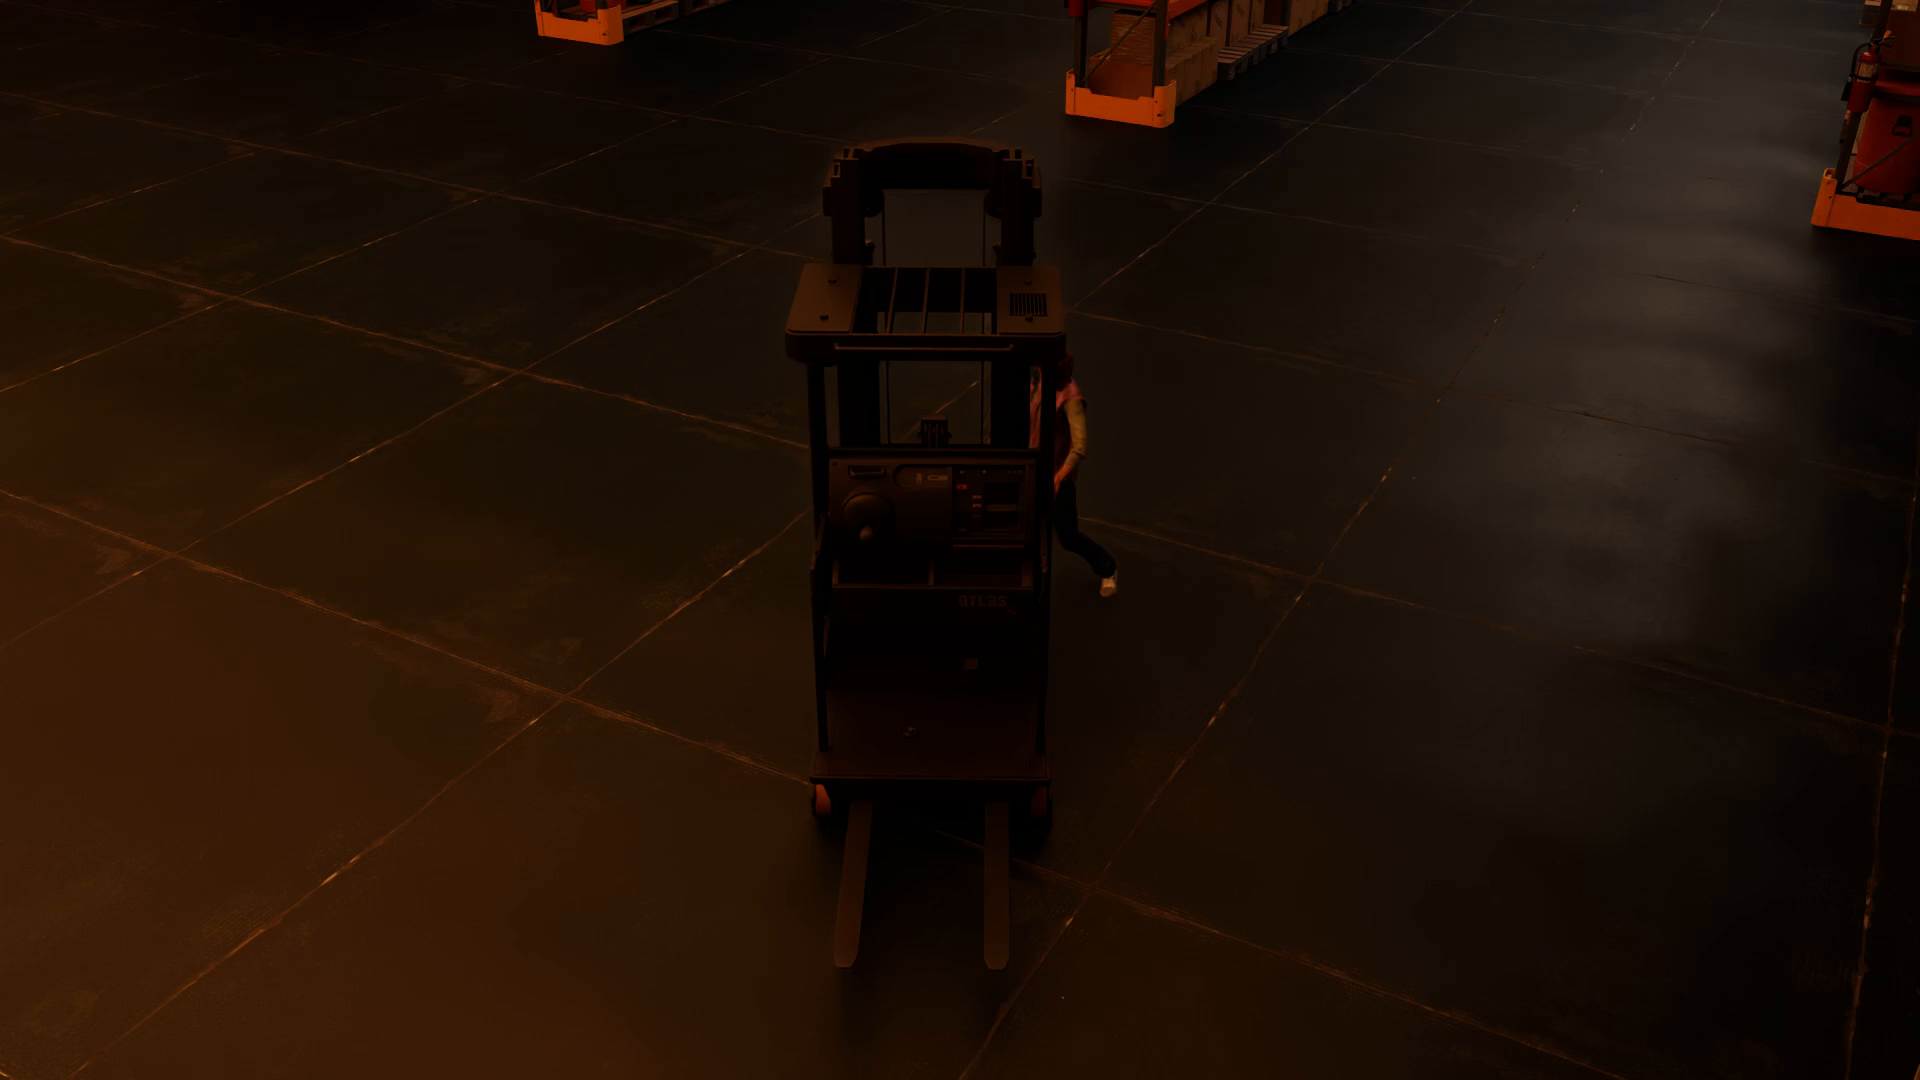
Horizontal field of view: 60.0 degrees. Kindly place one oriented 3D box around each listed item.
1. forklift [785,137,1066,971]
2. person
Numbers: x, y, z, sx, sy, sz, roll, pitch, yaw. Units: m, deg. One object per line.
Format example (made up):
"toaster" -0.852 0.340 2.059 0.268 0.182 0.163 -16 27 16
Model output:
"forklift" -0.126 -0.129 7.294 1.130 2.935 3.031 1 30 1
"person" 0.487 -0.393 9.282 0.731 1.461 0.848 -14 33 -23
